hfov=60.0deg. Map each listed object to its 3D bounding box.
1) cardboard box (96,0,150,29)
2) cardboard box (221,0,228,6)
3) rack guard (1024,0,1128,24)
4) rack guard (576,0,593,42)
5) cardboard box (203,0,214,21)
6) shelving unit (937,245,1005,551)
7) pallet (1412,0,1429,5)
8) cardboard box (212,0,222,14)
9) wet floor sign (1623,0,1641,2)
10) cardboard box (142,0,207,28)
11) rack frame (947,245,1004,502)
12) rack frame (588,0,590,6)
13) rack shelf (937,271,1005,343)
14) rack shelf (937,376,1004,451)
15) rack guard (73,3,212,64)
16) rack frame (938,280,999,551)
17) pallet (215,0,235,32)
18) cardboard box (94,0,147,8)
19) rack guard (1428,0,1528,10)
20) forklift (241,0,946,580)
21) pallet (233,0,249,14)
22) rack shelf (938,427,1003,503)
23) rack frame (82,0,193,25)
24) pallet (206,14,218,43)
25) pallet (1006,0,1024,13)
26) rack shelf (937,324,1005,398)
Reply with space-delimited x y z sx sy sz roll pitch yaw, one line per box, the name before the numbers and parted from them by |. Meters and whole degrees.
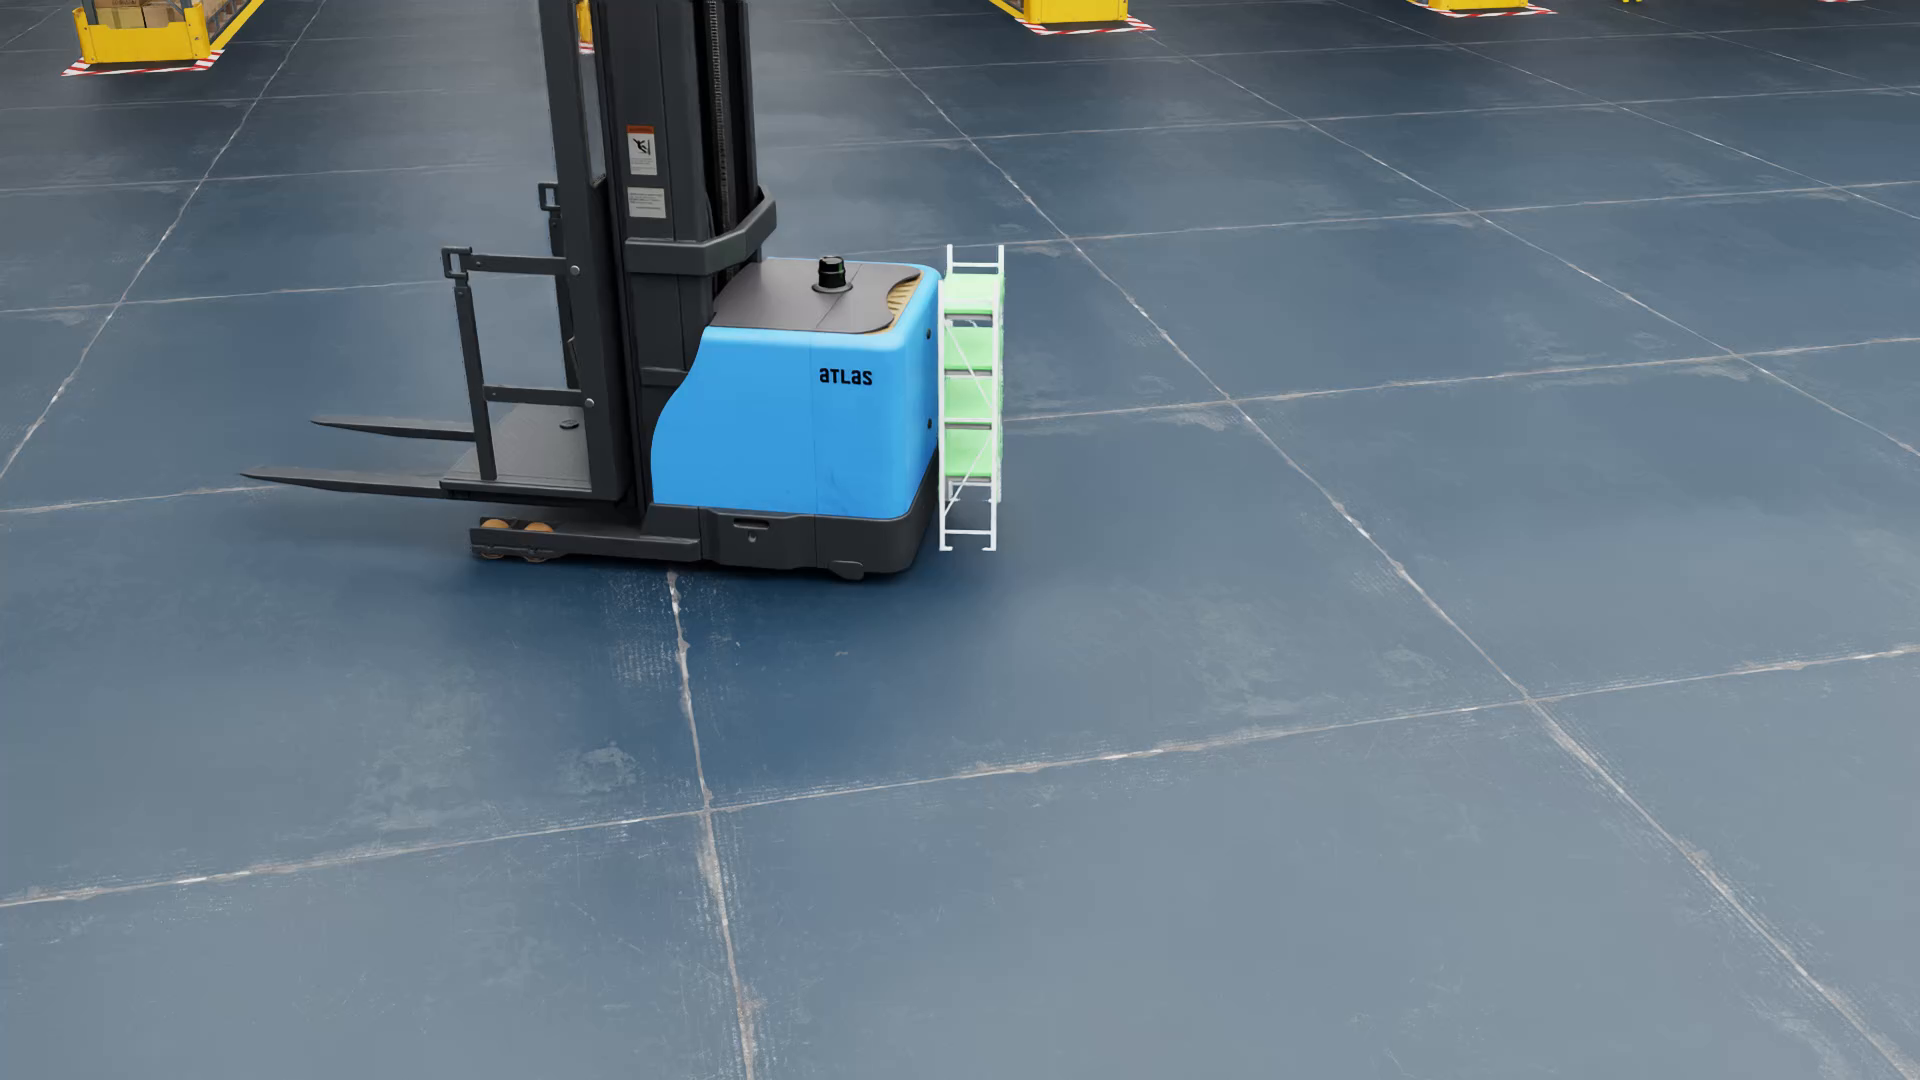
cardboard box | -8.719 -5.448 17.301 0.500 0.250 0.500 -6 27 -12
cardboard box | -8.551 -6.159 18.710 0.500 0.250 0.500 -6 27 -12
rack guard | 1.325 -6.205 18.988 1.175 0.500 0.348 -6 27 -12
rack guard | -3.546 -5.697 17.982 1.175 0.500 0.348 -6 27 -12
cardboard box | -8.330 -5.720 17.839 0.500 0.250 0.500 -6 27 -12
shelving unit | 0.050 -0.605 7.117 0.258 1.200 0.503 2 27 3
pallet | 5.941 -6.845 20.577 1.003 0.211 1.213 -6 27 -12
cardboard box | -8.443 -5.939 18.274 0.500 0.250 0.500 -6 27 -12
wet floor sign | 8.133 -6.884 20.172 0.267 0.644 0.232 -11 29 -20
cardboard box | -8.214 -5.501 17.405 0.500 0.250 0.500 -6 27 -12
rack frame | 0.066 -0.714 7.334 0.240 1.200 0.015 2 27 3
rack frame | -3.483 -6.784 17.362 1.000 3.000 0.127 -6 27 -12
rack shelf | 0.050 -0.976 6.929 0.258 0.148 0.480 2 27 3
rack shelf | 0.050 -0.548 7.145 0.258 0.148 0.480 2 27 3
rack guard | -8.305 -5.156 16.911 1.175 0.500 0.348 -6 27 -12
rack frame | 0.034 -0.495 6.899 0.240 1.200 0.015 2 27 3
pallet | -8.795 -5.904 18.713 1.003 0.211 1.213 -6 27 -12
cardboard box | -8.721 -5.783 17.131 0.500 0.500 0.500 -6 27 -12
rack guard | 6.203 -6.620 19.811 1.175 0.500 0.348 -6 27 -12
forklift | -1.629 -1.442 6.855 3.031 2.935 1.130 4 27 8
pallet | -9.073 -6.441 19.776 1.003 0.211 1.213 -6 27 -12
rack shelf | 0.050 -0.333 7.253 0.258 0.148 0.480 2 27 3
rack frame | -8.310 -6.283 16.369 1.000 3.000 0.127 -6 27 -12
pallet | -8.523 -5.369 17.654 1.003 0.211 1.213 -6 27 -12
pallet | 1.177 -6.436 19.767 1.003 0.211 1.213 -6 27 -12
rack shelf | 0.050 -0.762 7.037 0.258 0.148 0.480 2 27 3
